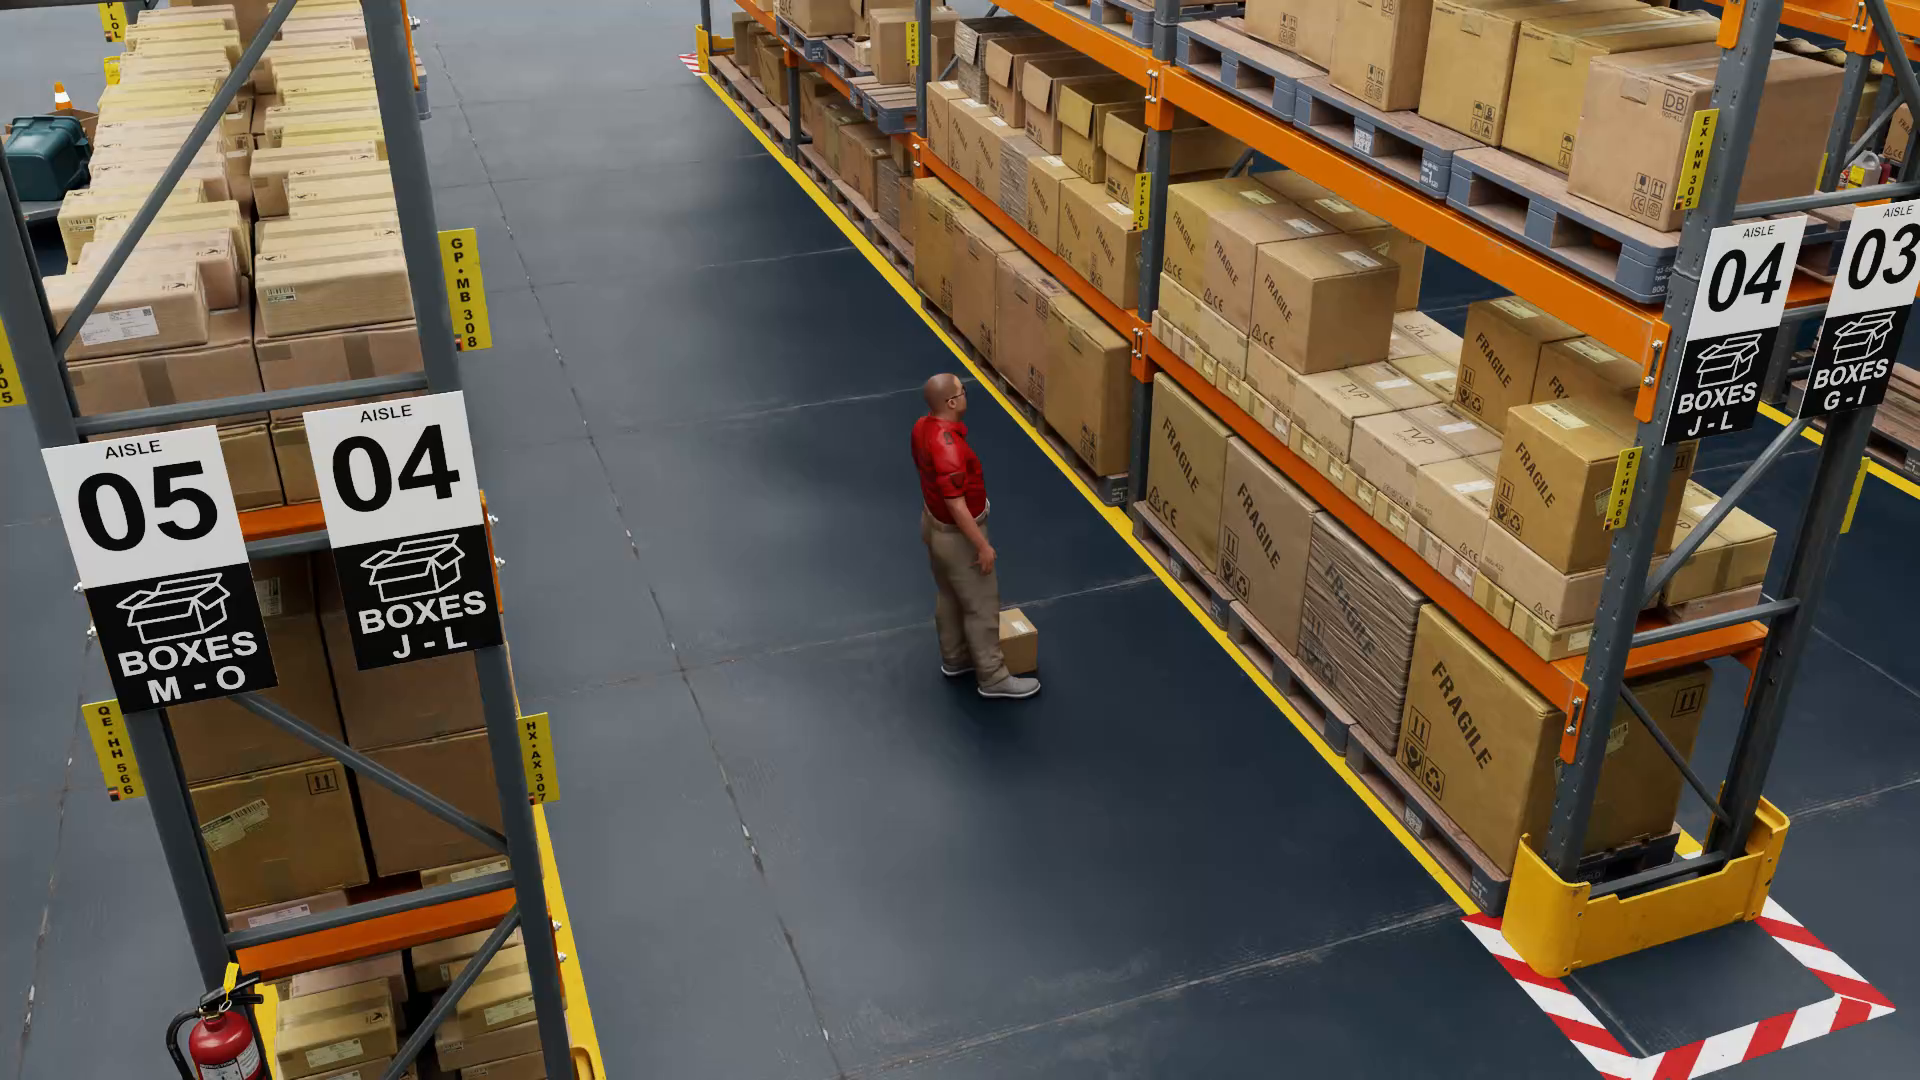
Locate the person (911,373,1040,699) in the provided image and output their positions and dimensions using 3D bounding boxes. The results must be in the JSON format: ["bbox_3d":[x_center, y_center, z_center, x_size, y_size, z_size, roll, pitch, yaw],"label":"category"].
[{"bbox_3d":[0.070,-0.045,8.421,0.550,1.727,0.641,-10,31,-18],"label":"person"}]
